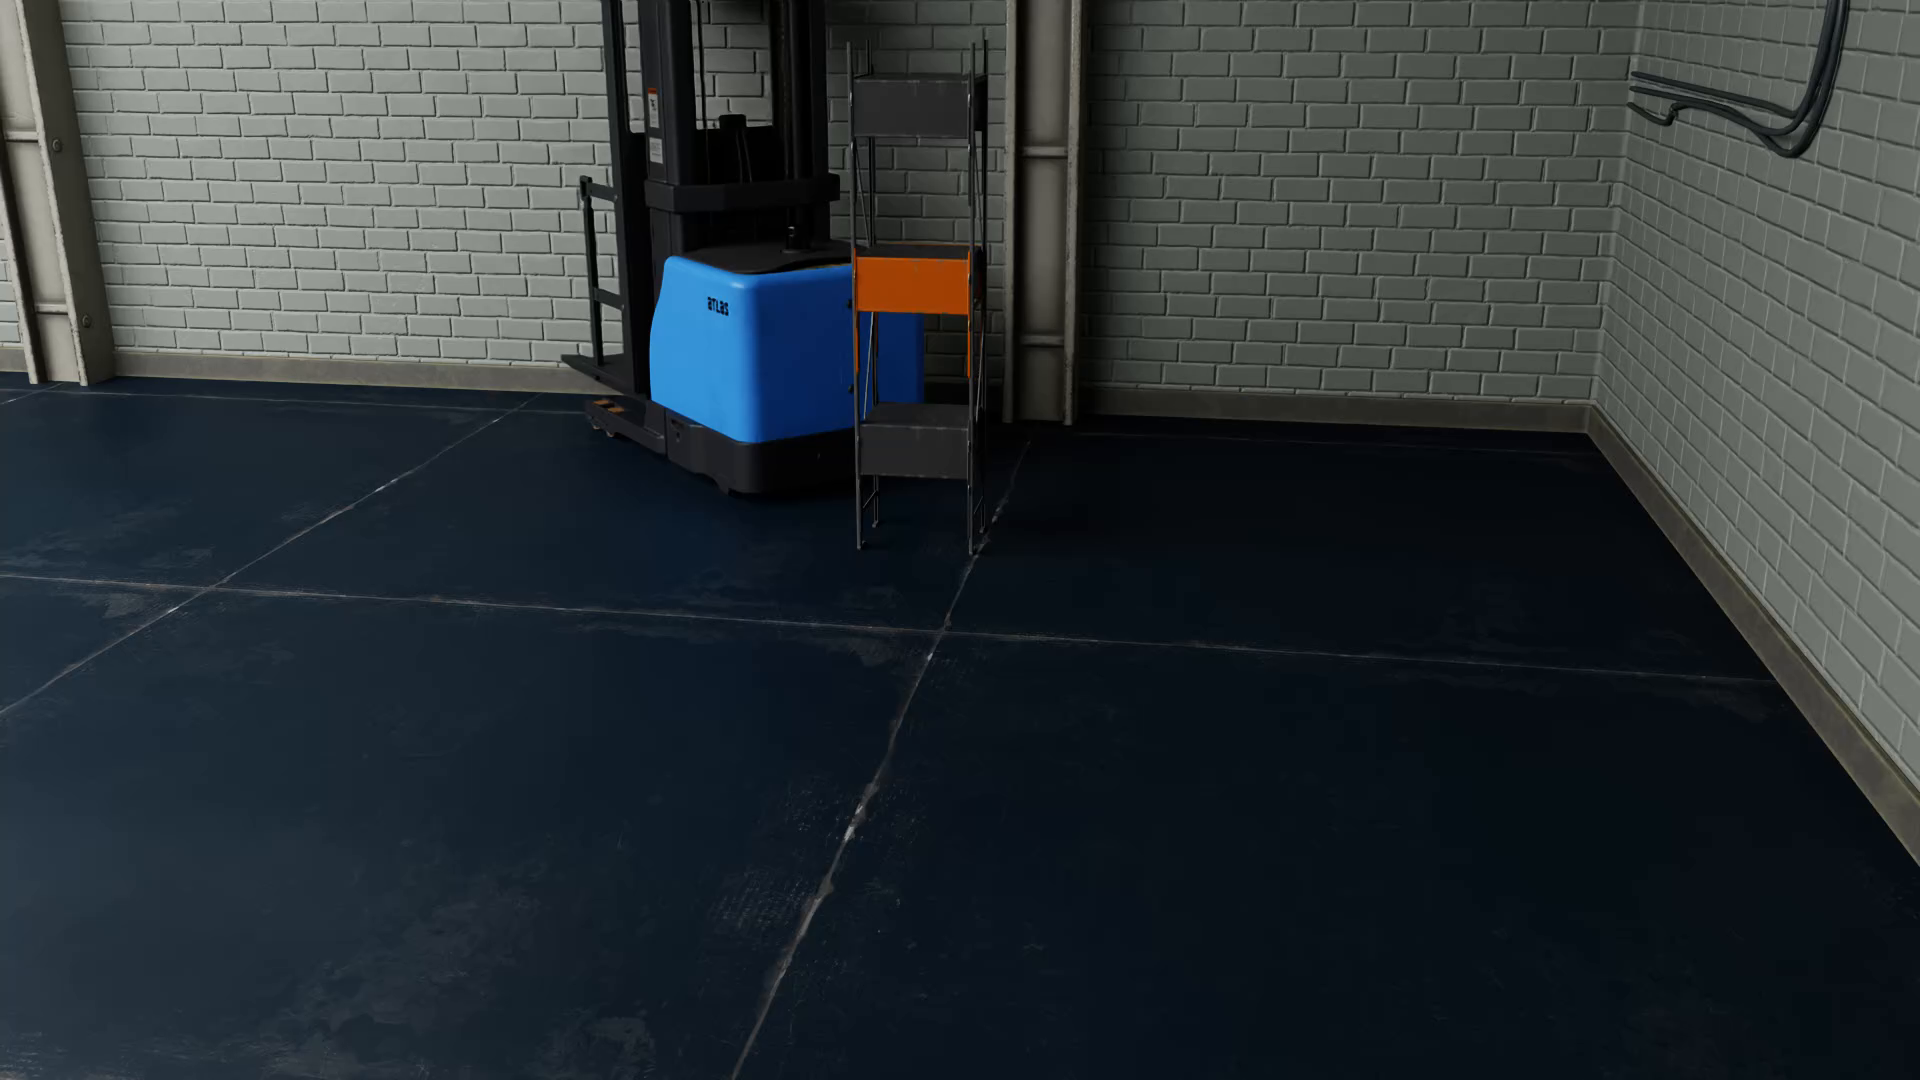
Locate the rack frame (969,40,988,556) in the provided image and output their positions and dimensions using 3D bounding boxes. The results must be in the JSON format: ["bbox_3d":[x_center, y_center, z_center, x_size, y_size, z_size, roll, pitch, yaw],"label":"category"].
[{"bbox_3d":[0.078,-0.992,6.958,0.015,2.100,0.400,3,19,9],"label":"rack frame"}]

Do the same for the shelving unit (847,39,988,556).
[{"bbox_3d":[-0.163,-1.004,6.995,0.503,2.100,0.431,3,19,9],"label":"shelving unit"}]

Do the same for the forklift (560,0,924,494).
[{"bbox_3d":[-1.396,-2.015,8.706,1.130,2.935,3.031,-12,22,-32],"label":"forklift"}]

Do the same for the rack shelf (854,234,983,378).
[{"bbox_3d":[-0.163,-0.991,6.999,0.480,0.518,0.431,3,19,9],"label":"rack shelf"}]

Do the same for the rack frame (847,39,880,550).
[{"bbox_3d":[-0.404,-1.016,7.032,0.015,2.100,0.400,3,19,9],"label":"rack frame"}]

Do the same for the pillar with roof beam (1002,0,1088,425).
[{"bbox_3d":[-0.228,-3.612,3.917,0.400,9.000,9.100,3,19,9],"label":"pillar with roof beam"}]

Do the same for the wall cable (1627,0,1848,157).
[{"bbox_3d":[3.154,-2.926,6.759,0.112,2.526,3.097,3,19,9],"label":"wall cable"}]

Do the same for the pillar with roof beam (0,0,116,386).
[{"bbox_3d":[-6.152,-3.914,4.819,0.400,9.000,9.100,3,19,9],"label":"pillar with roof beam"}]

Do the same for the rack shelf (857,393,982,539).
[{"bbox_3d":[-0.163,-0.327,7.221,0.480,0.518,0.431,3,19,9],"label":"rack shelf"}]

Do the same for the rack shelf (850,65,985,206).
[{"bbox_3d":[-0.163,-1.655,6.777,0.480,0.518,0.431,3,19,9],"label":"rack shelf"}]
